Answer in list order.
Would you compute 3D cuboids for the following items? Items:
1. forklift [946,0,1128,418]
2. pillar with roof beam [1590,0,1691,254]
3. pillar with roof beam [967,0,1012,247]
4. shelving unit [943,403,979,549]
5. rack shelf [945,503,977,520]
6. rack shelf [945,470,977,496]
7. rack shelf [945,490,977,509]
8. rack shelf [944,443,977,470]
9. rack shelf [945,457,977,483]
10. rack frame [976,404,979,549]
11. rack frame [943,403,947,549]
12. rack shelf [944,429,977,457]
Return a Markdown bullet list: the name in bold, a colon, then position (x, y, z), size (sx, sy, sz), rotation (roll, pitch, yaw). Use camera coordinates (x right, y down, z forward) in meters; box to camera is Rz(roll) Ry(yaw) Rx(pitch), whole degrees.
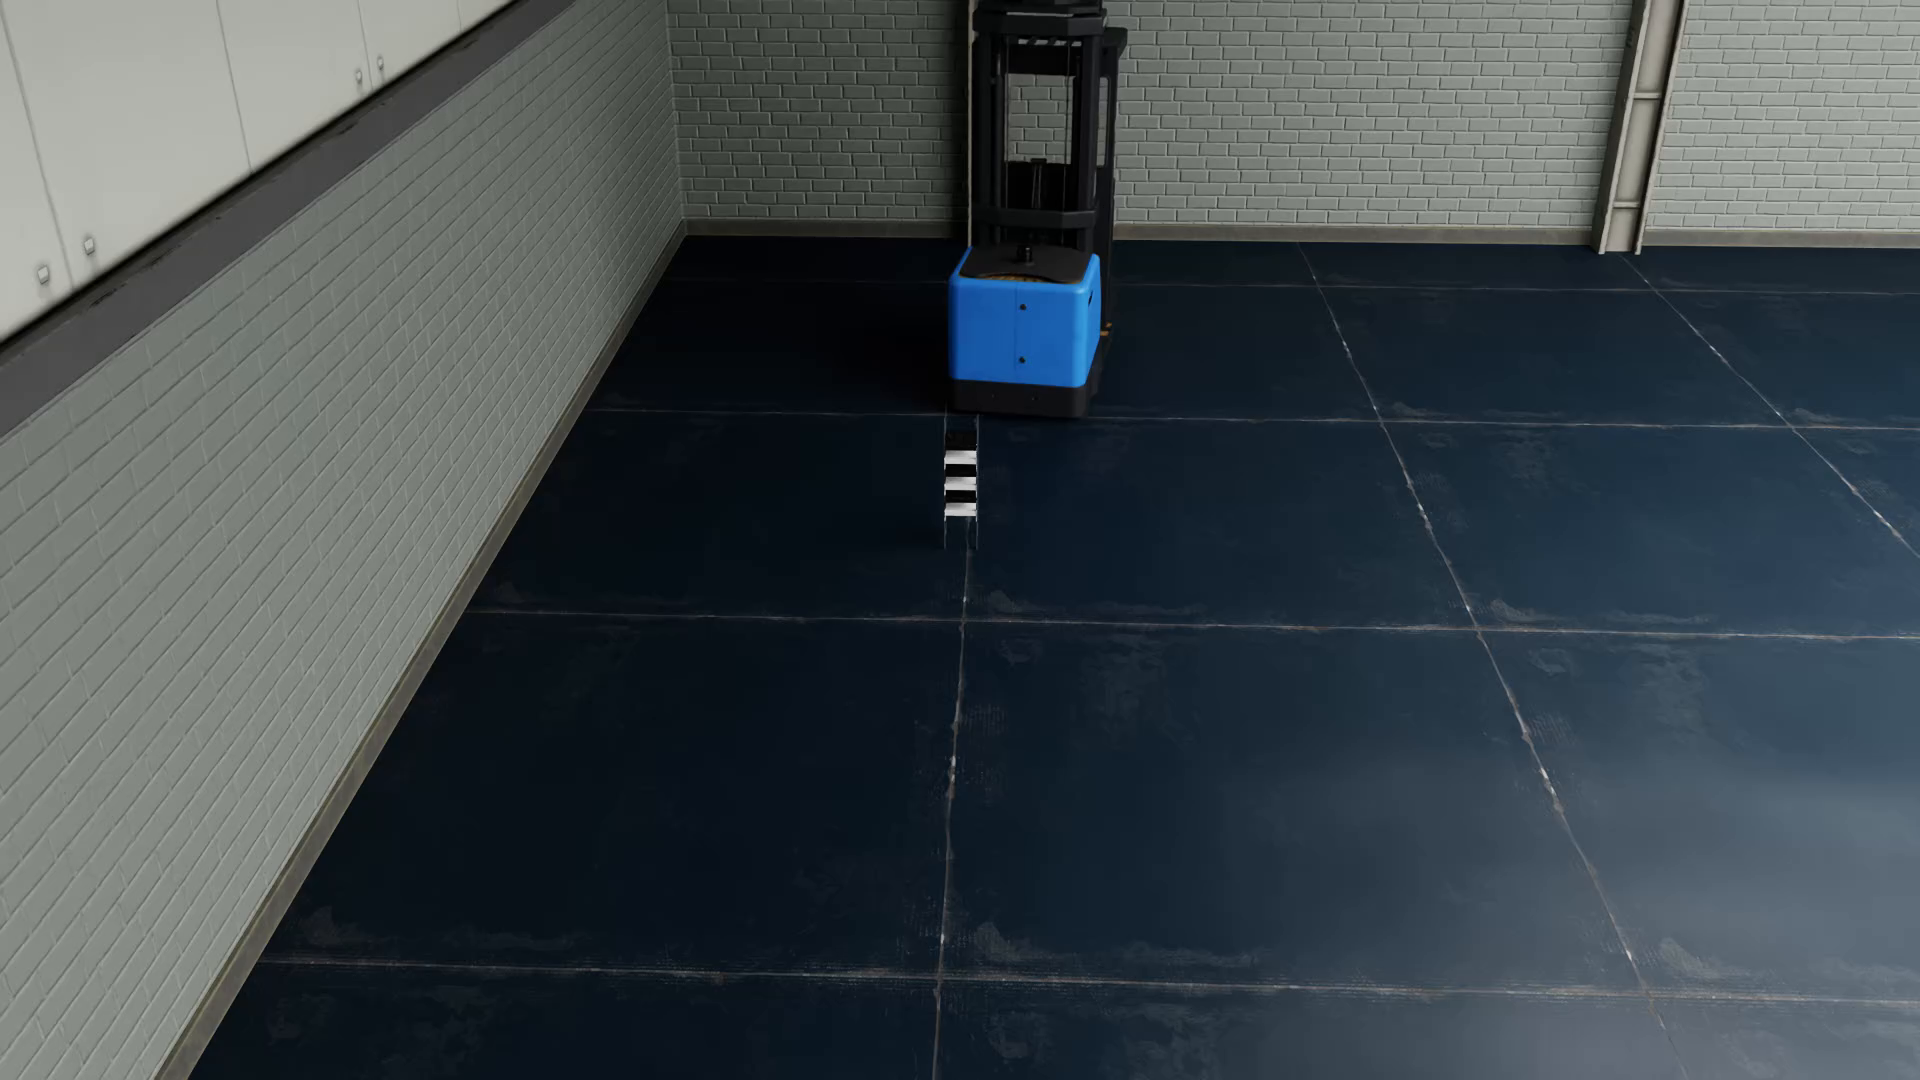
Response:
- **forklift**: position (0.674, -2.858, 12.938), size (1.130, 2.935, 3.031), rotation (5, 28, 9)
- **pillar with roof beam**: position (6.119, -4.749, 10.027), size (0.400, 9.000, 9.100), rotation (1, 28, 2)
- **pillar with roof beam**: position (0.122, -4.849, 10.214), size (0.400, 9.000, 9.100), rotation (1, 28, 2)
- **shelving unit**: position (0.008, -0.397, 10.464), size (0.210, 0.900, 0.258), rotation (1, 28, 2)
- **rack shelf**: position (0.008, -0.209, 10.564), size (0.200, 0.077, 0.258), rotation (1, 28, 2)
- **rack shelf**: position (0.008, -0.368, 10.480), size (0.200, 0.077, 0.258), rotation (1, 28, 2)
- **rack shelf**: position (0.008, -0.288, 10.522), size (0.200, 0.077, 0.258), rotation (1, 28, 2)
- **rack shelf**: position (0.008, -0.527, 10.396), size (0.200, 0.077, 0.258), rotation (1, 28, 2)
- **rack shelf**: position (0.008, -0.448, 10.438), size (0.200, 0.077, 0.258), rotation (1, 28, 2)
- **rack frame**: position (0.110, -0.396, 10.461), size (0.006, 0.900, 0.240), rotation (1, 28, 2)
- **rack frame**: position (-0.093, -0.399, 10.468), size (0.006, 0.900, 0.240), rotation (1, 28, 2)
- **rack shelf**: position (0.008, -0.607, 10.354), size (0.200, 0.077, 0.258), rotation (1, 28, 2)
